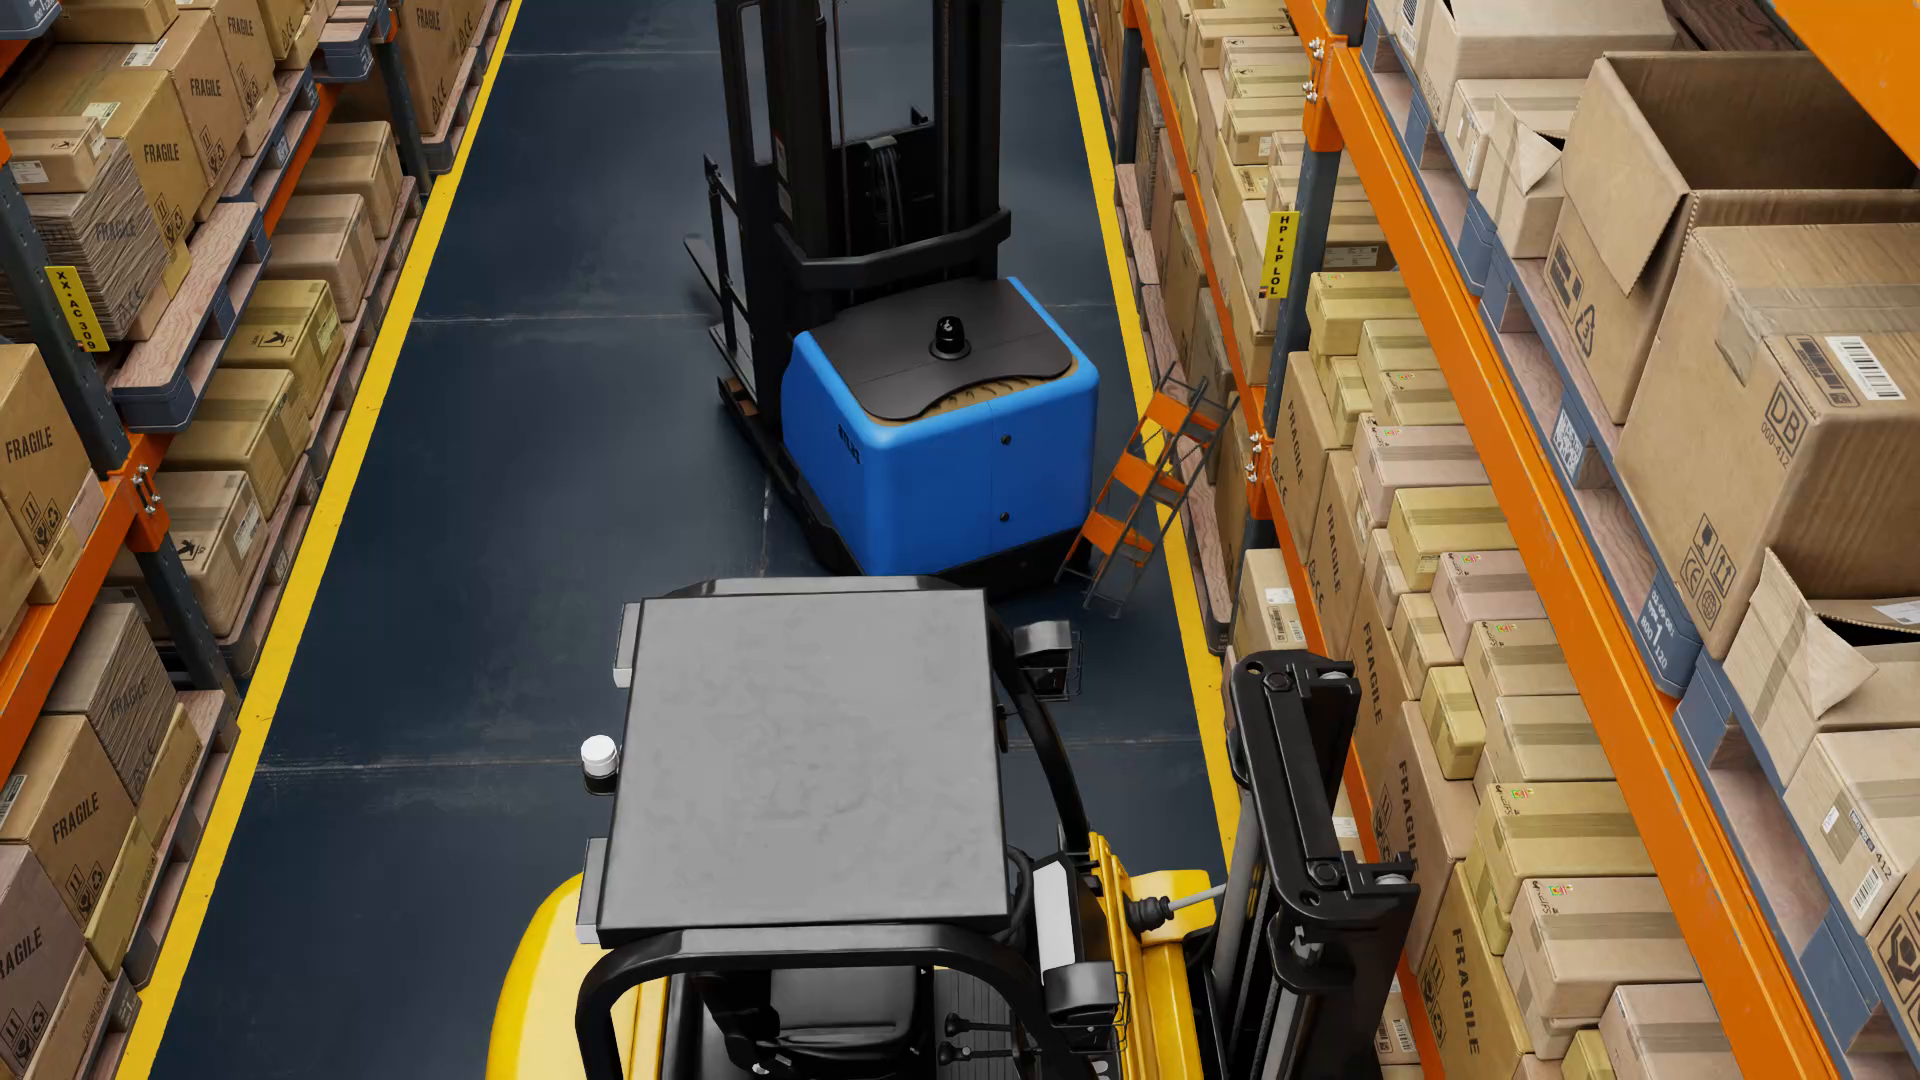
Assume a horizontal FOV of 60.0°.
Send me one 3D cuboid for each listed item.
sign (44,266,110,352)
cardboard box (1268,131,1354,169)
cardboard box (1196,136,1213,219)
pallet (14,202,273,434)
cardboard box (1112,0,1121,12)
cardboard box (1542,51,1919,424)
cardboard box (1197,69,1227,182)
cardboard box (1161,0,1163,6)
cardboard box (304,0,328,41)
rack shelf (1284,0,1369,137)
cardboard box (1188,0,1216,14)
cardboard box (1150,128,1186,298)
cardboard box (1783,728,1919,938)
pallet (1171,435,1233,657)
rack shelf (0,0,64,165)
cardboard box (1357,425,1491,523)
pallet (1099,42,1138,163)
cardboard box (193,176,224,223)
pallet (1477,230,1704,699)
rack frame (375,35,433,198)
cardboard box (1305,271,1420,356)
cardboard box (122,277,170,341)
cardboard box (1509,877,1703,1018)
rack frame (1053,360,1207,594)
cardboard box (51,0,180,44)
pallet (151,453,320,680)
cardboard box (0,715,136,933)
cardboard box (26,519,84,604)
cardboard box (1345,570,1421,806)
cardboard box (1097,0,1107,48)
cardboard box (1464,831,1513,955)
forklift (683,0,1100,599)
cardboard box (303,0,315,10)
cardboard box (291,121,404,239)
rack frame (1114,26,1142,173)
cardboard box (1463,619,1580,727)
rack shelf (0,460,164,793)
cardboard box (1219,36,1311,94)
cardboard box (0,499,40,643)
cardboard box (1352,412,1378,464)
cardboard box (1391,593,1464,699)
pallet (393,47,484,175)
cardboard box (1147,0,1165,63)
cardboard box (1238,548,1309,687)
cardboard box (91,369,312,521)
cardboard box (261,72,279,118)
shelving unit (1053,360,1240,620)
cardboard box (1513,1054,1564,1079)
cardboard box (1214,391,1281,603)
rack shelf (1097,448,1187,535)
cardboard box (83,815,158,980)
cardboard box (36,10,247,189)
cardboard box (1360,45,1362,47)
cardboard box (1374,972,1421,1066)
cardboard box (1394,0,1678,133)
[{"bbox_3d":[-2.840,-0.740,5.346,0.100,0.325,0.005,-2,43,-2],"label":"sign"},{"bbox_3d":[1.354,-1.386,6.137,0.380,0.149,0.250,-2,43,-2],"label":"cardboard box"},{"bbox_3d":[1.277,-1.498,6.925,0.500,0.250,0.500,-1,43,-2],"label":"cardboard box"},{"bbox_3d":[-3.269,-0.849,6.248,1.003,0.211,1.213,-2,43,-2],"label":"pallet"},{"bbox_3d":[1.091,-3.227,9.760,0.380,0.149,0.250,-4,43,-4],"label":"cardboard box"},{"bbox_3d":[1.554,-0.562,3.112,0.797,0.503,0.637,0,43,0],"label":"cardboard box"},{"bbox_3d":[1.256,-1.690,6.765,0.500,0.250,0.500,-1,43,-1],"label":"cardboard box"},{"bbox_3d":[1.202,-2.730,7.899,0.500,0.250,0.500,0,43,0],"label":"cardboard box"},{"bbox_3d":[-3.161,-2.430,7.706,0.380,0.149,0.250,-4,43,-4],"label":"cardboard box"},{"bbox_3d":[1.492,-2.736,6.477,1.077,0.370,4.000,-2,43,-2],"label":"rack shelf"},{"bbox_3d":[1.192,-2.427,7.273,0.380,0.149,0.250,-1,43,-1],"label":"cardboard box"},{"bbox_3d":[1.456,-1.662,8.440,0.875,0.625,0.625,0,43,0],"label":"cardboard box"},{"bbox_3d":[1.408,0.400,2.325,0.380,0.149,0.250,-3,43,-3],"label":"cardboard box"},{"bbox_3d":[1.507,-0.013,7.258,1.003,0.211,1.213,-2,43,-2],"label":"pallet"},{"bbox_3d":[-3.467,-2.591,6.319,1.077,0.370,4.000,-2,43,-2],"label":"rack shelf"},{"bbox_3d":[1.324,-0.184,4.606,0.380,0.149,0.250,-1,43,-1],"label":"cardboard box"},{"bbox_3d":[1.413,-2.722,10.214,1.003,0.211,1.213,-2,43,-2],"label":"pallet"},{"bbox_3d":[-3.149,-1.377,6.557,0.380,0.149,0.250,-1,43,-1],"label":"cardboard box"},{"bbox_3d":[1.688,-0.221,3.267,1.003,0.211,1.213,-2,43,-2],"label":"pallet"},{"bbox_3d":[-3.552,-3.100,8.562,1.000,3.000,0.127,-2,43,-2],"label":"rack frame"},{"bbox_3d":[1.294,-0.707,5.177,0.380,0.149,0.250,-1,43,-1],"label":"cardboard box"},{"bbox_3d":[-3.090,-0.844,5.976,0.380,0.149,0.250,-1,43,-1],"label":"cardboard box"},{"bbox_3d":[1.383,0.850,3.479,0.380,0.149,0.250,-1,43,-1],"label":"cardboard box"},{"bbox_3d":[0.710,-0.252,6.970,0.200,1.050,0.008,20,13,-35],"label":"rack frame"},{"bbox_3d":[-3.198,-1.998,6.275,0.380,0.149,0.250,1,43,1],"label":"cardboard box"},{"bbox_3d":[-3.416,0.102,7.132,1.003,0.211,1.213,-2,43,-2],"label":"pallet"},{"bbox_3d":[-3.065,0.917,5.348,0.500,0.500,0.500,-1,43,-1],"label":"cardboard box"},{"bbox_3d":[-3.046,0.069,5.290,0.380,0.149,0.250,-1,43,-1],"label":"cardboard box"},{"bbox_3d":[1.396,0.418,4.649,0.500,0.500,0.500,-2,43,-2],"label":"cardboard box"},{"bbox_3d":[1.139,-3.449,10.482,0.500,0.500,0.500,0,43,0],"label":"cardboard box"},{"bbox_3d":[1.373,0.788,3.766,0.380,0.149,0.250,-1,43,-1],"label":"cardboard box"},{"bbox_3d":[-0.517,-1.707,7.093,1.130,2.935,3.031,-18,45,-18],"label":"forklift"},{"bbox_3d":[-3.222,-2.754,7.579,0.500,0.500,0.500,-2,43,-2],"label":"cardboard box"},{"bbox_3d":[-3.538,-1.905,8.892,0.950,0.372,0.625,-4,43,-5],"label":"cardboard box"},{"bbox_3d":[1.407,-3.245,8.720,1.000,3.000,0.127,-2,43,-2],"label":"rack frame"},{"bbox_3d":[1.457,0.328,4.047,0.380,0.149,0.250,-1,43,-2],"label":"cardboard box"},{"bbox_3d":[-3.297,1.215,4.386,1.077,0.370,4.000,-2,43,-2],"label":"rack shelf"},{"bbox_3d":[1.257,-1.907,6.706,0.380,0.149,0.250,-1,43,-1],"label":"cardboard box"},{"bbox_3d":[-3.086,0.094,4.783,0.500,0.500,0.500,0,43,0],"label":"cardboard box"},{"bbox_3d":[1.379,-0.248,4.897,0.380,0.149,0.250,-2,43,-2],"label":"cardboard box"},{"bbox_3d":[1.353,0.267,4.335,0.380,0.149,0.250,-3,43,-3],"label":"cardboard box"},{"bbox_3d":[-3.510,-2.607,10.087,1.003,0.211,1.213,-2,43,-2],"label":"pallet"},{"bbox_3d":[1.198,-2.544,8.066,0.500,0.250,0.500,-2,43,-3],"label":"cardboard box"},{"bbox_3d":[1.284,0.281,5.857,0.500,0.250,0.500,-2,43,-2],"label":"cardboard box"},{"bbox_3d":[-3.441,-0.425,7.278,0.950,0.372,0.625,1,43,1],"label":"cardboard box"},{"bbox_3d":[-3.158,-1.904,7.132,0.380,0.149,0.250,-3,43,-3],"label":"cardboard box"},{"bbox_3d":[0.765,-0.202,6.873,0.215,1.050,0.252,20,13,-35],"label":"shelving unit"},{"bbox_3d":[1.451,1.443,3.531,0.500,0.500,0.500,0,43,0],"label":"cardboard box"},{"bbox_3d":[1.544,-0.176,6.819,0.875,0.625,0.625,0,43,0],"label":"cardboard box"},{"bbox_3d":[0.760,-0.193,6.875,0.215,0.259,0.240,20,13,-35],"label":"rack shelf"},{"bbox_3d":[-3.056,1.209,5.584,0.500,0.250,0.500,-3,43,-3],"label":"cardboard box"},{"bbox_3d":[-3.144,-1.698,6.428,0.500,0.500,0.500,-2,43,-2],"label":"cardboard box"},{"bbox_3d":[1.775,-1.927,6.728,0.380,0.149,0.250,-2,43,-2],"label":"cardboard box"},{"bbox_3d":[1.343,1.317,4.728,0.500,0.250,0.500,-2,43,-3],"label":"cardboard box"},{"bbox_3d":[1.369,-1.241,3.995,0.500,0.311,0.500,-1,43,-1],"label":"cardboard box"}]
